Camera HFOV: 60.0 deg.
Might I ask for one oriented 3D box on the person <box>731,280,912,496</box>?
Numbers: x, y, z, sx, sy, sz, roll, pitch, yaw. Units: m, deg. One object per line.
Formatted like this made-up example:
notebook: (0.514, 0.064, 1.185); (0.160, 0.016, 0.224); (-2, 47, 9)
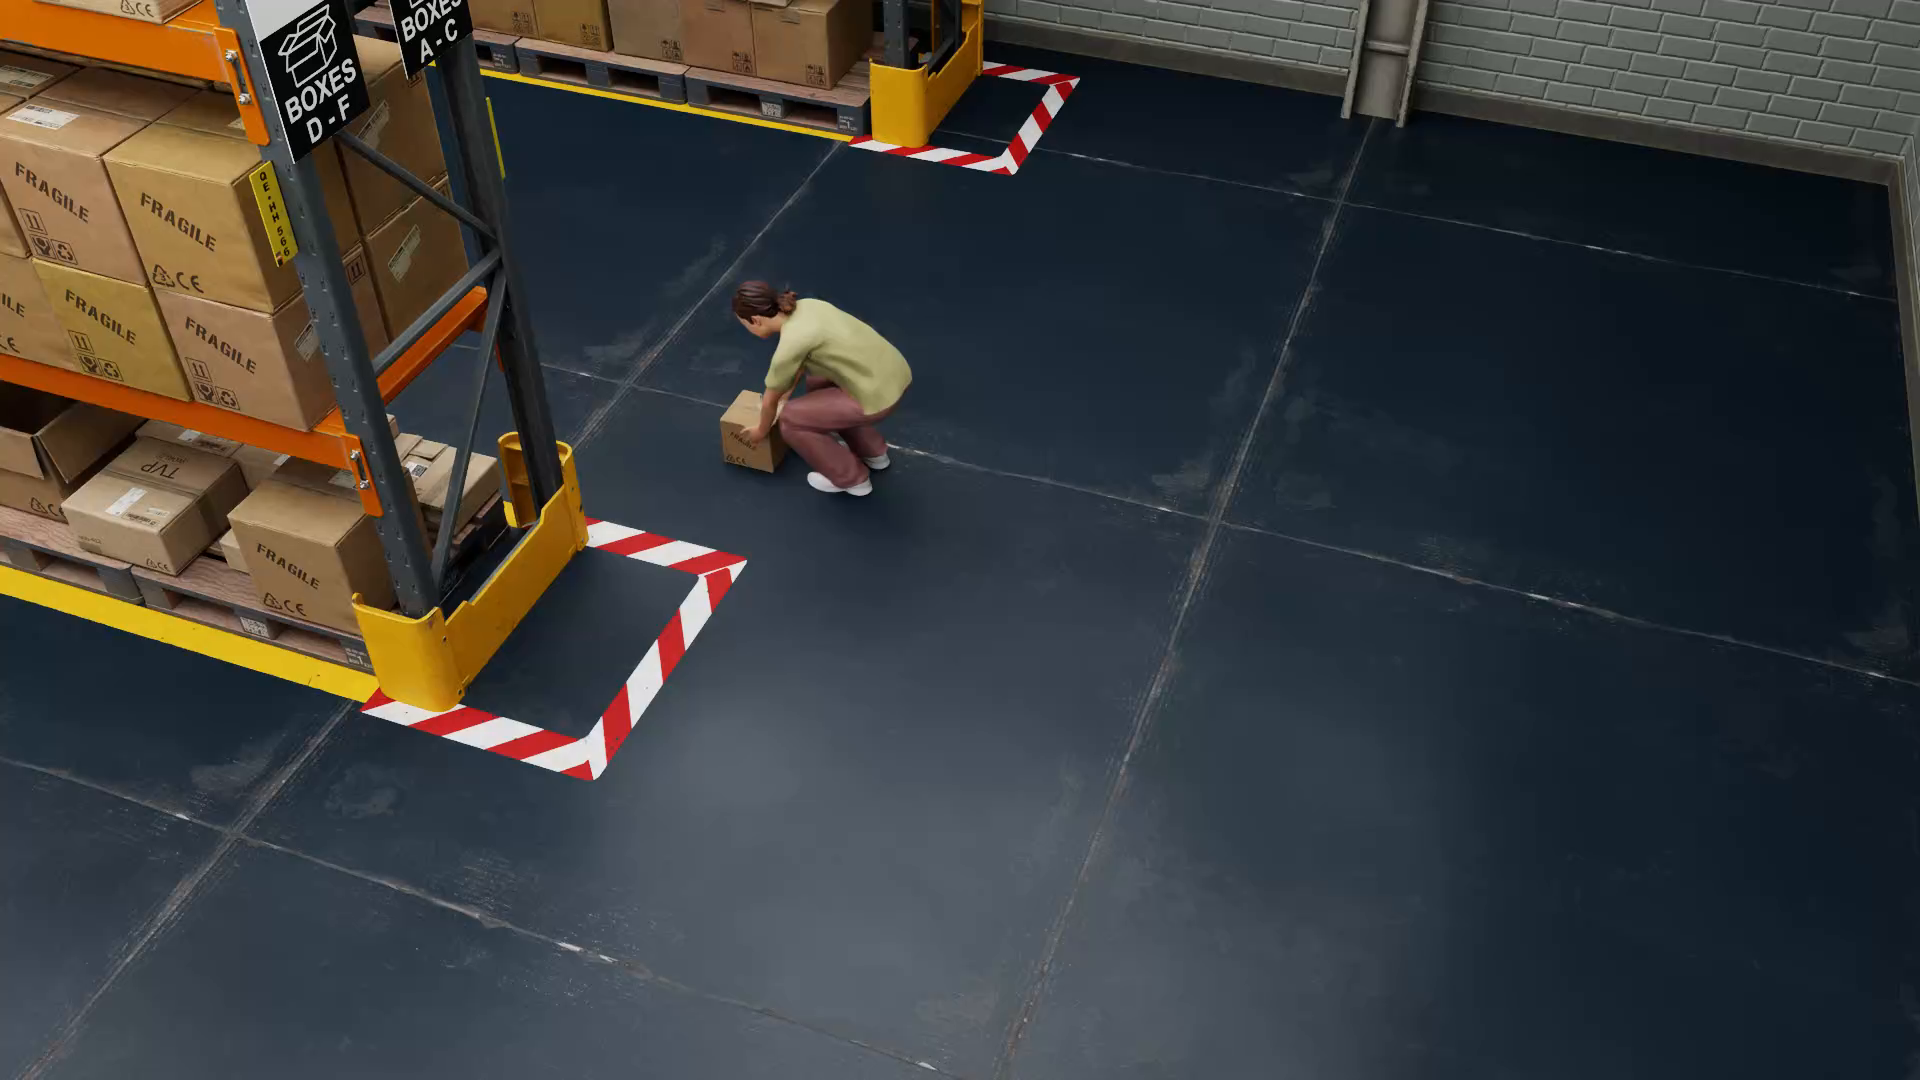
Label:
person: (-0.616, -0.685, 7.442); (0.782, 0.998, 0.494); (14, 43, 15)
